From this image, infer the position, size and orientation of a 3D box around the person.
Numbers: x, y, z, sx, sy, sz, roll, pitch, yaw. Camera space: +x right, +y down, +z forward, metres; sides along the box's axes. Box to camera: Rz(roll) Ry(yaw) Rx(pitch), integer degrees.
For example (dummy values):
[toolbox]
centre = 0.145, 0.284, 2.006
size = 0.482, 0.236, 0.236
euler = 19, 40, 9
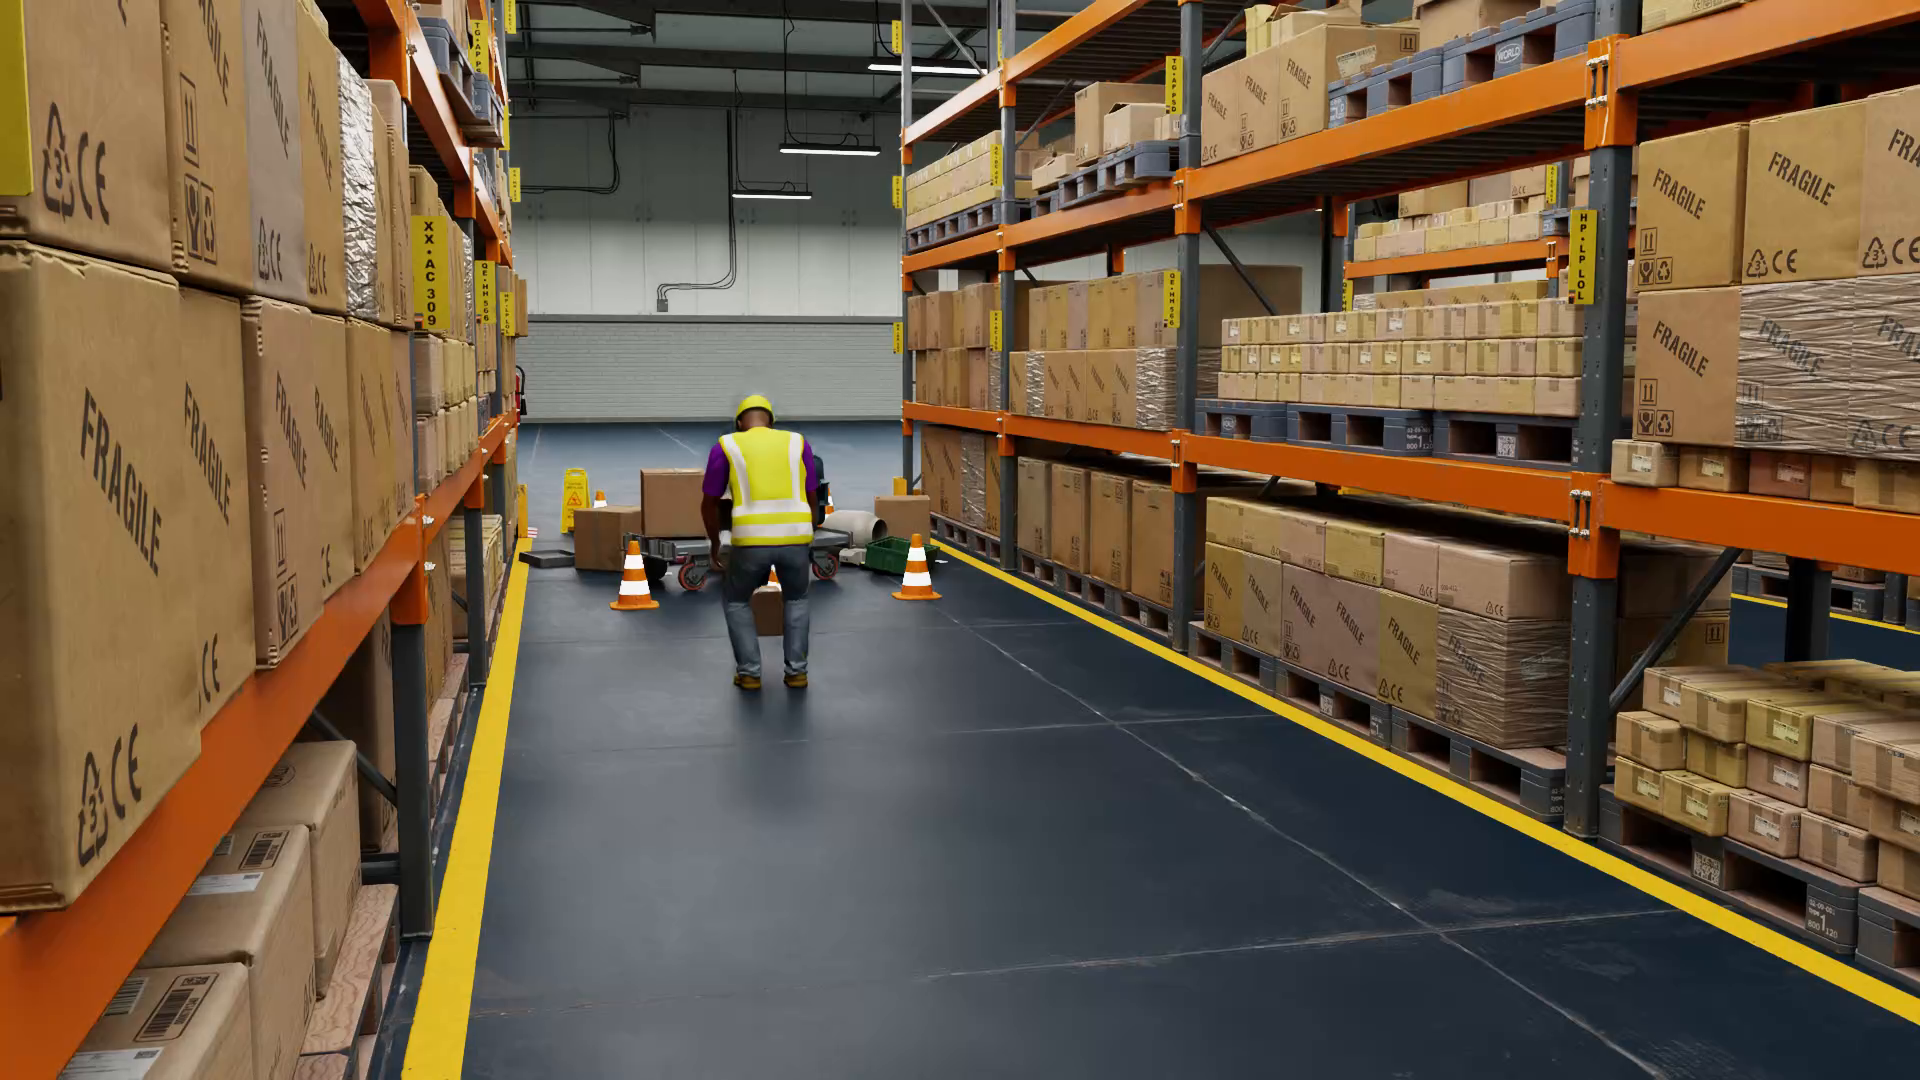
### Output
[person]
centre = -1.059, 0.004, 8.866
size = 0.625, 1.543, 0.666
euler = -1, 6, -13
